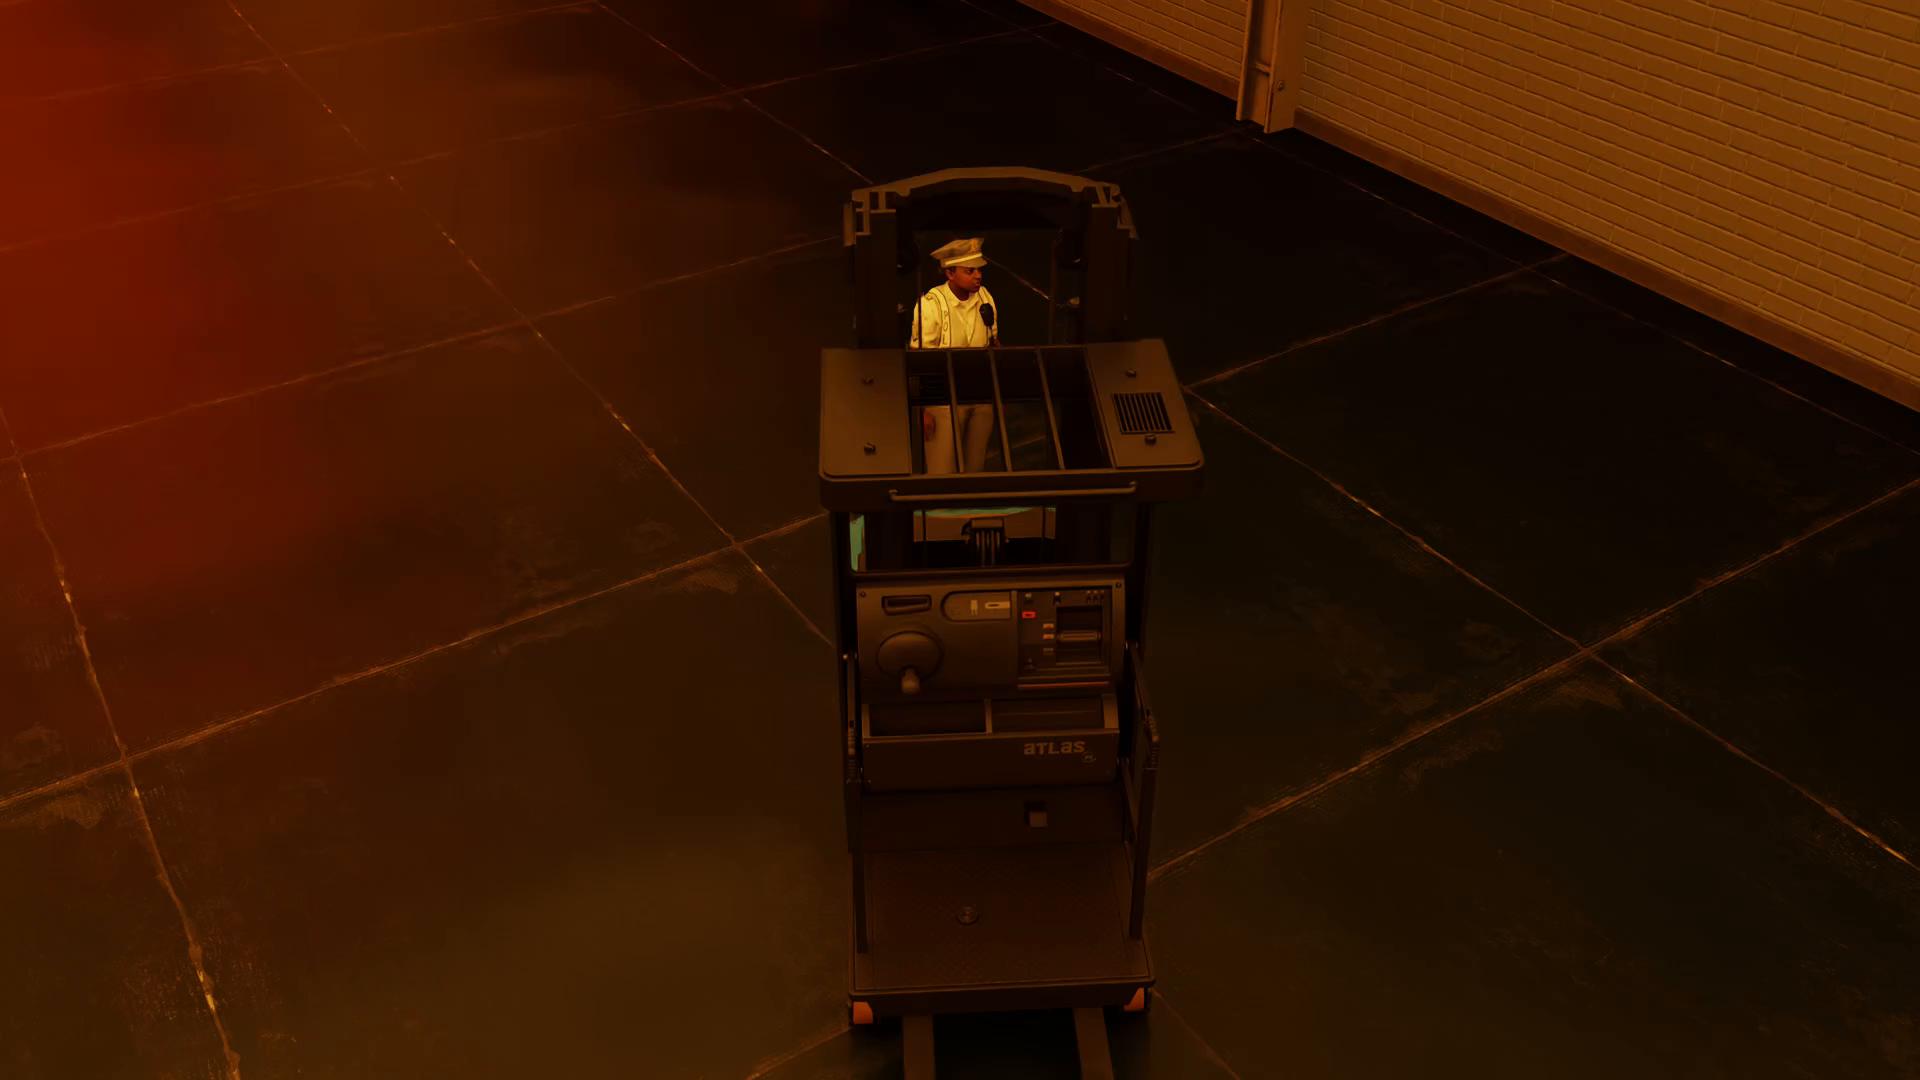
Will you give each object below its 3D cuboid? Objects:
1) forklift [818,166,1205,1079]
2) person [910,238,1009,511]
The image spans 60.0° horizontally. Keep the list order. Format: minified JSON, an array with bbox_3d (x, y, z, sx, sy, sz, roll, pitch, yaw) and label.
[{"bbox_3d":[0.124,0.392,5.589,1.130,2.935,3.031,-2,35,-3],"label":"forklift"},{"bbox_3d":[0.025,-0.657,8.145,0.570,1.697,0.528,-21,40,-27],"label":"person"}]
